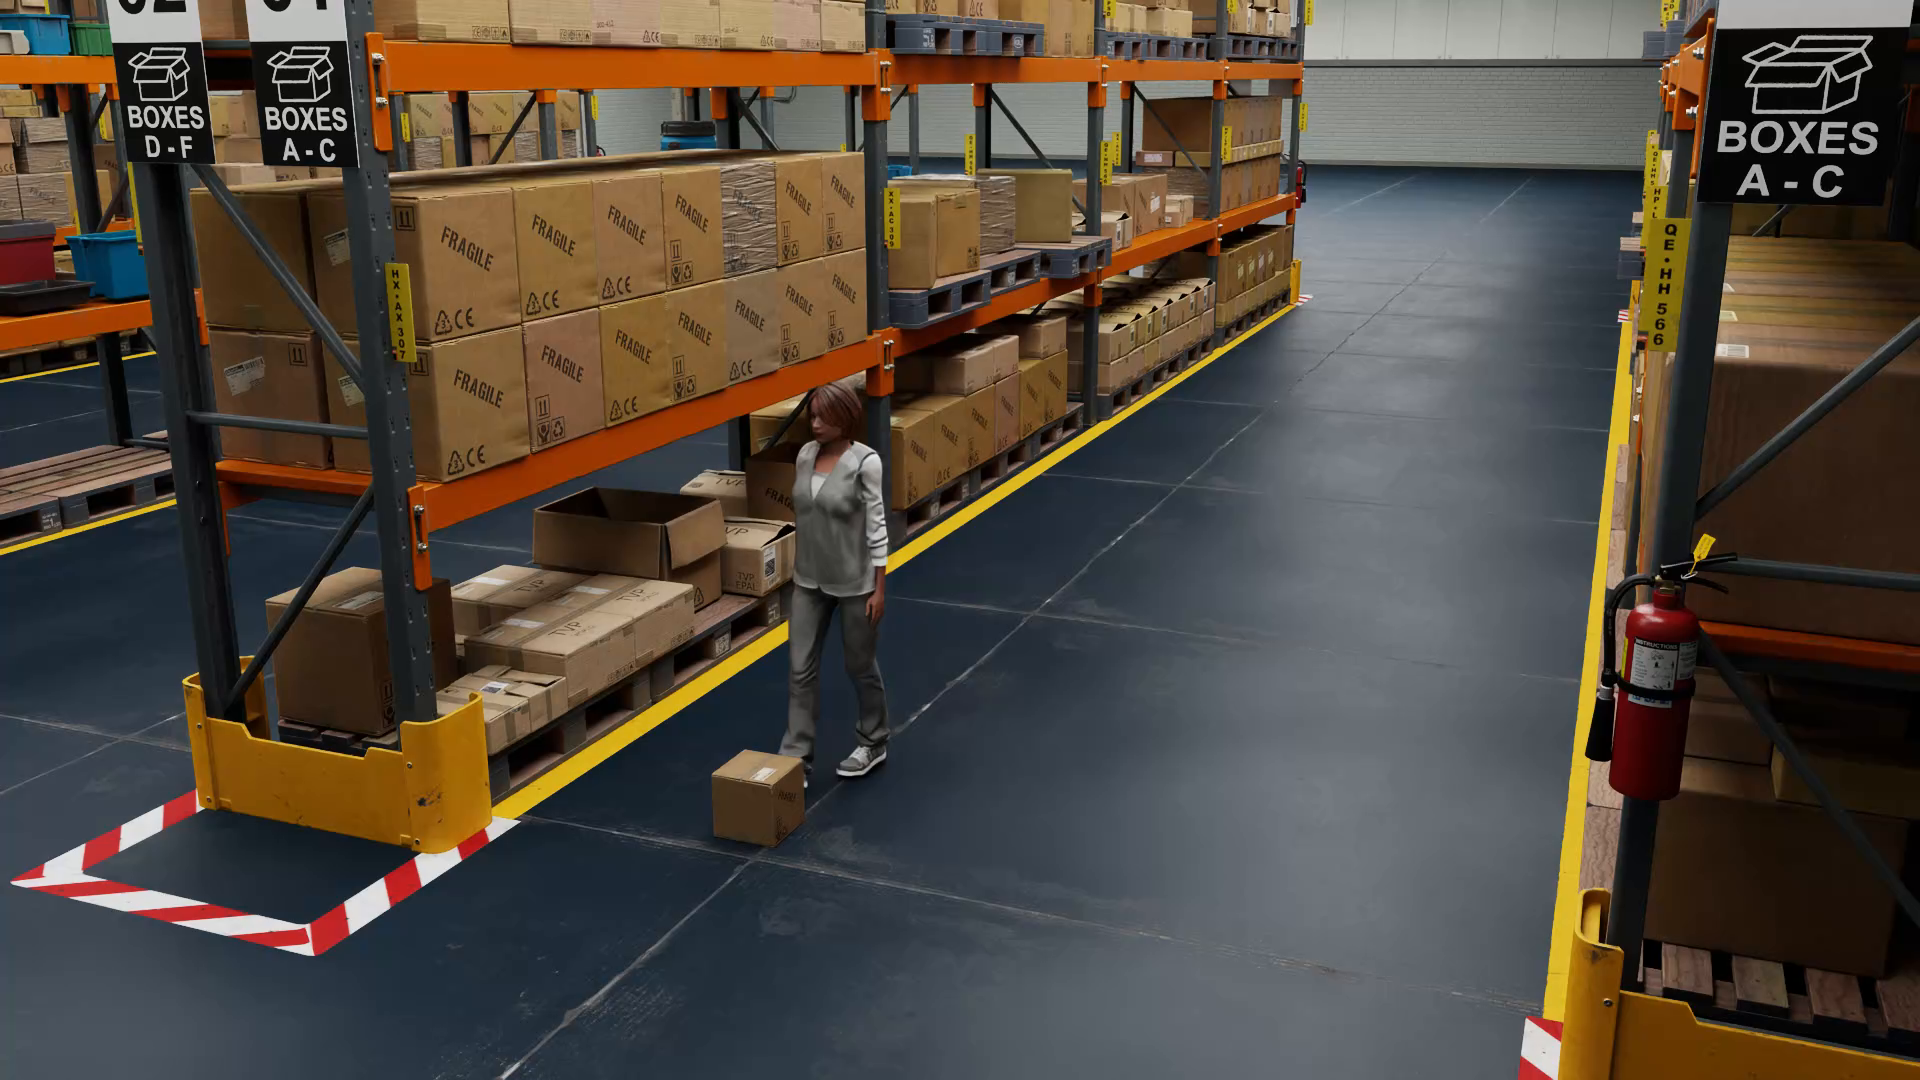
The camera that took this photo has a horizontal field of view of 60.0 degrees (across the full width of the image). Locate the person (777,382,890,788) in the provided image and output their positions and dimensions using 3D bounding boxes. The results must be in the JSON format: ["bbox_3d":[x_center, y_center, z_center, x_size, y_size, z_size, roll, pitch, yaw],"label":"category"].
[{"bbox_3d":[-0.512,0.198,6.325,0.426,1.588,0.679,8,18,26],"label":"person"}]
